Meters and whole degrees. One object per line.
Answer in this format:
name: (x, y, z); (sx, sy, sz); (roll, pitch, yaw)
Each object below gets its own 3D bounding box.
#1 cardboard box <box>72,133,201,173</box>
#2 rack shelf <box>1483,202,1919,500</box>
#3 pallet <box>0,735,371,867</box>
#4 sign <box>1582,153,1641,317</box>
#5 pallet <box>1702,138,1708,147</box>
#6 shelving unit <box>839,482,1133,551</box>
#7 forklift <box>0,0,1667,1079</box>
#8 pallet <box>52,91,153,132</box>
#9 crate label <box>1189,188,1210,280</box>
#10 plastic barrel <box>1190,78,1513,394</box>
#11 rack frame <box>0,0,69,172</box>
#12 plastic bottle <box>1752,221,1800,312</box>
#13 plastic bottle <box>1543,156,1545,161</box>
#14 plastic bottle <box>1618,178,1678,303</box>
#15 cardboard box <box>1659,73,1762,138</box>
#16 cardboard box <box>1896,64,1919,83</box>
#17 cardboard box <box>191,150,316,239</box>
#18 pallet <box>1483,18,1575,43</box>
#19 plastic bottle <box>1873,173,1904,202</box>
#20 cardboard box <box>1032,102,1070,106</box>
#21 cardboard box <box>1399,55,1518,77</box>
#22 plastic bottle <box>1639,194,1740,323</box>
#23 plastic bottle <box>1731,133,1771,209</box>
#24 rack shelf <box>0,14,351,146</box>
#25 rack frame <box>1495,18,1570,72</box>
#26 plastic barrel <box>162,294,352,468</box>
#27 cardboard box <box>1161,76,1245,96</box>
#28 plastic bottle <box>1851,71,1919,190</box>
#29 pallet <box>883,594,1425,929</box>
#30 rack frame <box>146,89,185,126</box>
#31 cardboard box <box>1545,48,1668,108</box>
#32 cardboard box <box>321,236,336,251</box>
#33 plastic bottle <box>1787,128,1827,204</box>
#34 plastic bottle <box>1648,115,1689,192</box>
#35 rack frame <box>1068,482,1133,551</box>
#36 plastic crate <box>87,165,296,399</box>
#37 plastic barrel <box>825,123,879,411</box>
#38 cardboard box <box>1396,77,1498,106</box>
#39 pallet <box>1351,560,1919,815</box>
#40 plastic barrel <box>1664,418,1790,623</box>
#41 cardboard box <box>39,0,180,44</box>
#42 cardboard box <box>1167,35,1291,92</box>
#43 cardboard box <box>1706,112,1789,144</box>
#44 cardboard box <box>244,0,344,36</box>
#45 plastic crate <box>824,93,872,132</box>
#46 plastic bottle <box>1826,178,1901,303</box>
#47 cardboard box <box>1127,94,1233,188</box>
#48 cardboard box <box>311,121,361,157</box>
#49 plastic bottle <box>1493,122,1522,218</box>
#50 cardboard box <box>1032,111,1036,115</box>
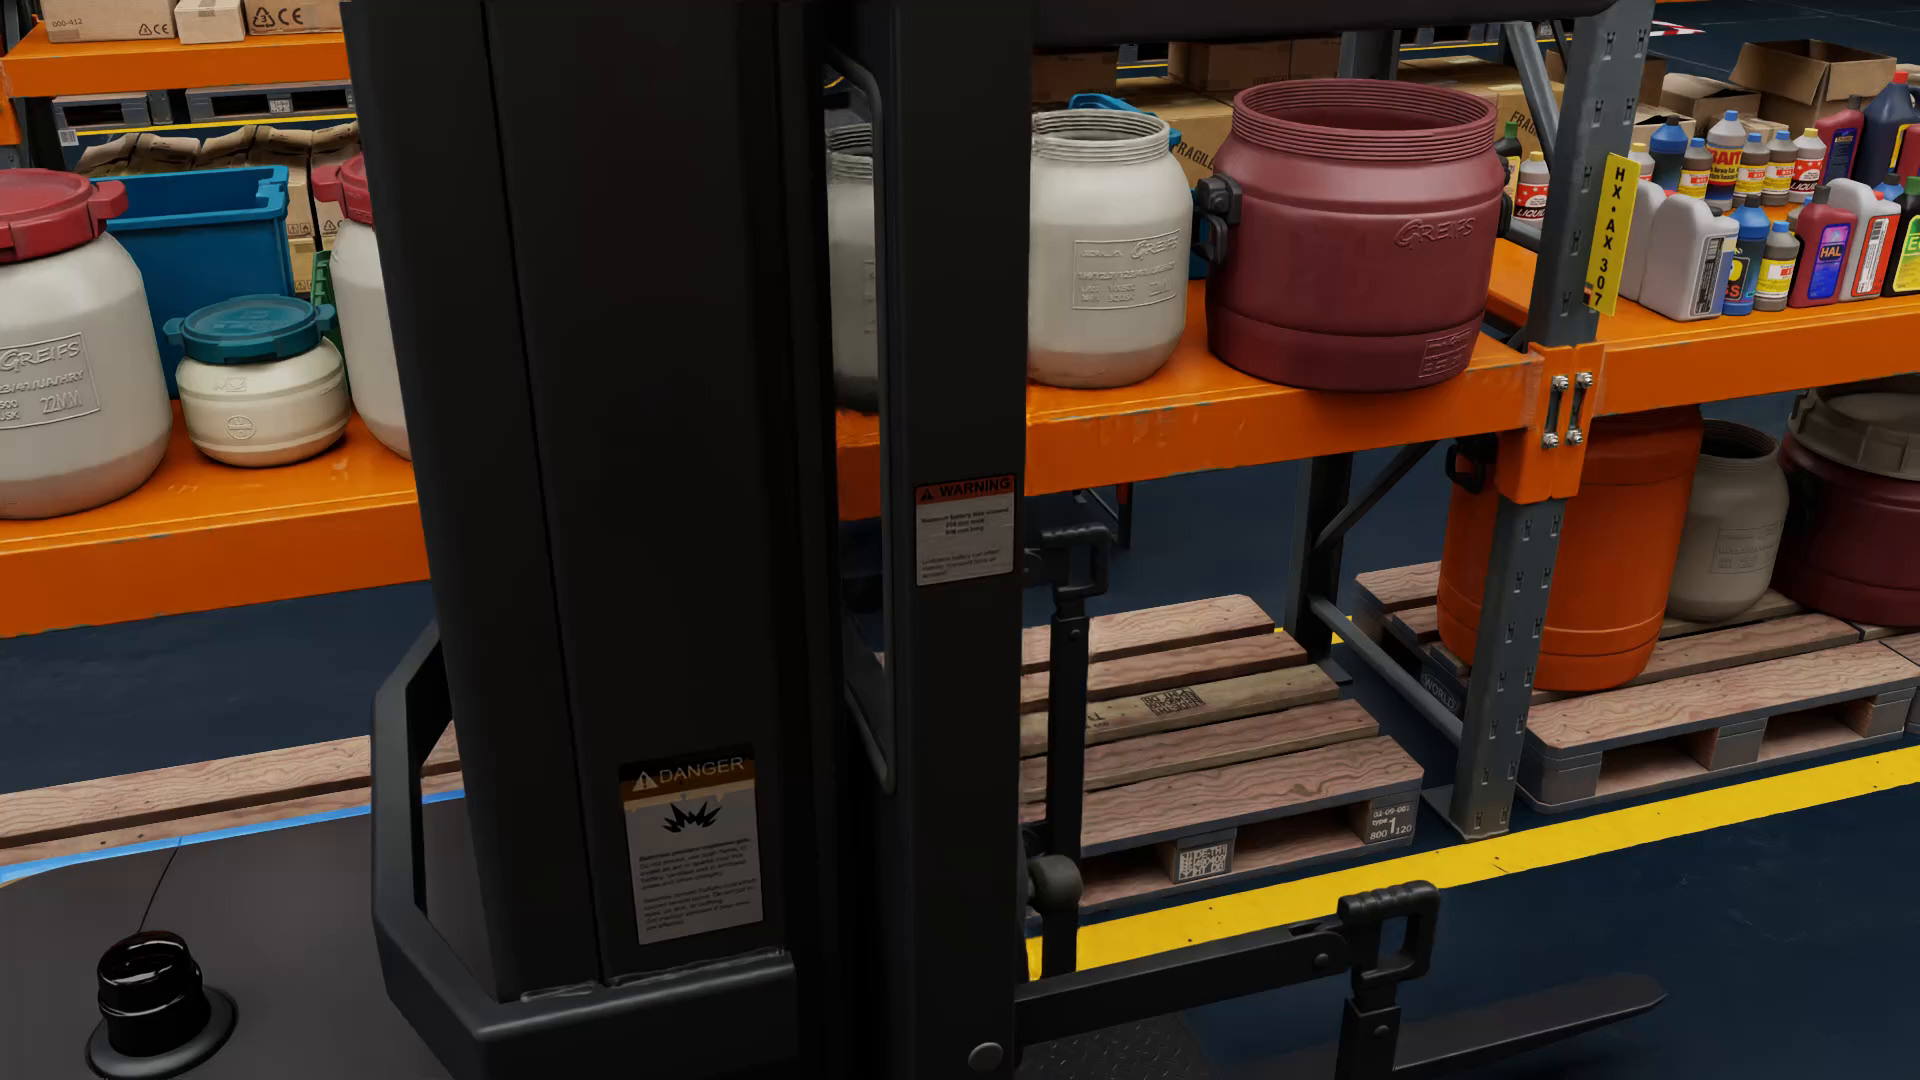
cardboard box: (-3.855, -1.723, 7.837); (0.500, 0.311, 0.500); (-8, 28, -16)
rack shelf: (3.085, -0.748, 4.692); (4.000, 0.370, 1.077); (-8, 28, -16)
pallet: (-1.886, 0.881, 3.739); (1.213, 0.211, 1.003); (-8, 28, -16)
sign: (1.360, -0.636, 3.474); (0.005, 0.325, 0.100); (-8, 28, -16)
pallet: (4.109, -2.285, 10.116); (1.213, 0.211, 1.003); (-8, 28, -16)
shelving unit: (0.006, -0.505, 5.502); (1.048, 1.125, 0.538); (-8, 28, -16)
forklift: (0.084, 0.133, 2.186); (3.031, 2.935, 1.130); (-8, 28, -16)
pallet: (-6.316, -3.076, 11.709); (1.213, 0.211, 1.003); (-8, 28, -16)
crate label: (0.666, -0.820, 4.217); (0.416, 0.233, 0.303); (-8, 28, -16)
plastic barrel: (0.835, -0.663, 3.560); (0.708, 0.536, 0.600); (-8, 28, -16)
rack frame: (-4.151, -2.339, 7.087); (0.127, 3.000, 1.000); (-8, 28, -16)
plastic bottle: (1.906, -0.646, 3.902); (0.097, 0.201, 0.097); (0, 26, 0)
plastic bottle: (1.655, -1.010, 4.543); (0.133, 0.283, 0.061); (-8, 28, -16)
plastic bottle: (1.647, -0.726, 3.979); (0.135, 0.276, 0.152); (-8, 28, -16)
cardboard box: (4.623, -2.735, 10.414); (0.500, 0.311, 0.500); (-8, 28, -16)
cardboard box: (6.179, -2.933, 10.881); (0.500, 0.250, 0.500); (-8, 28, -16)
cardboard box: (-3.203, -1.565, 7.517); (0.500, 0.311, 0.500); (-9, 28, -17)
pallet: (4.986, -4.693, 14.965); (1.213, 0.211, 1.003); (-8, 28, -16)
plastic bottle: (2.234, -0.754, 4.039); (0.097, 0.271, 0.097); (0, 26, 0)
cardboard box: (0.469, -2.195, 9.114); (0.500, 0.500, 0.500); (-7, 27, -14)
cardboard box: (2.920, -2.554, 9.838); (0.500, 0.500, 0.500); (-10, 28, -18)
plastic bottle: (1.694, -0.662, 3.849); (0.135, 0.276, 0.152); (-8, 28, -16)
plastic bottle: (2.233, -1.049, 4.712); (0.097, 0.201, 0.097); (0, 26, 0)
rack shelf: (-2.249, -2.292, 7.802); (4.000, 0.370, 1.077); (-8, 28, -16)
rack frame: (3.456, -3.440, 9.306); (0.127, 3.000, 1.000); (-8, 28, -16)
plastic barrel: (-1.314, -0.299, 3.135); (0.301, 0.262, 0.301); (0, 26, 0)
cardboard box: (1.458, -2.341, 9.408); (0.500, 0.500, 0.500); (-9, 28, -18)
plastic bottle: (2.686, -1.170, 4.789); (0.185, 0.351, 0.144); (-8, 28, -16)
pallet: (0.434, 0.545, 4.415); (1.213, 0.211, 1.003); (-8, 28, -16)
rack frame: (-5.688, -4.433, 11.305); (0.127, 3.000, 1.000); (-8, 28, -16)
cardboard box: (3.910, -2.716, 10.164); (0.500, 0.500, 0.500); (-8, 28, -16)
cardboard box: (-2.712, -1.388, 7.793); (0.500, 0.250, 0.500); (-9, 28, -18)
plastic bottle: (2.418, -1.075, 4.766); (0.097, 0.201, 0.097); (0, 26, 0)
plastic bottle: (1.955, -1.040, 4.616); (0.097, 0.271, 0.097); (0, 26, 0)
rack frame: (0.490, -0.575, 5.643); (0.032, 1.125, 0.500); (-8, 28, -16)
plastic crate: (-1.668, -0.520, 3.442); (0.575, 0.384, 0.392); (-8, 28, -16)
plastic barrel: (-0.130, -0.555, 3.368); (0.421, 0.512, 0.421); (0, 26, 0)
cardboard box: (2.603, -2.264, 9.253); (0.500, 0.500, 0.500); (-8, 28, -16)
pallet: (1.920, 0.328, 4.851); (1.213, 0.211, 1.003); (-8, 28, -16)
plastic barrel: (2.152, -0.058, 4.820); (0.421, 0.512, 0.421); (0, 26, 0)
cardboard box: (-3.696, -2.358, 7.294); (0.500, 0.250, 0.500); (-7, 27, -13)
cardboard box: (1.493, -2.683, 9.254); (0.500, 0.250, 0.500); (-9, 28, -17)
cardboard box: (4.741, -2.458, 10.019); (0.250, 0.166, 0.380); (-8, 28, -16)
cardboard box: (-2.915, -2.555, 7.410); (0.500, 0.500, 0.500); (-6, 27, -12)
plastic crate: (-0.448, -0.730, 3.775); (0.583, 0.464, 0.402); (-8, 28, -16)
plastic bottle: (2.134, -0.726, 3.978); (0.135, 0.276, 0.152); (-8, 28, -16)
cardboard box: (1.148, -2.050, 8.823); (0.500, 0.500, 0.500); (-9, 28, -17)
cardboard box: (-2.887, -1.865, 8.123); (0.500, 0.311, 0.500); (-8, 28, -16)
plastic bottle: (1.435, -0.978, 4.479); (0.133, 0.283, 0.061); (-8, 28, -16)
cardboard box: (0.174, -1.909, 8.538); (0.500, 0.500, 0.500); (-7, 27, -14)
